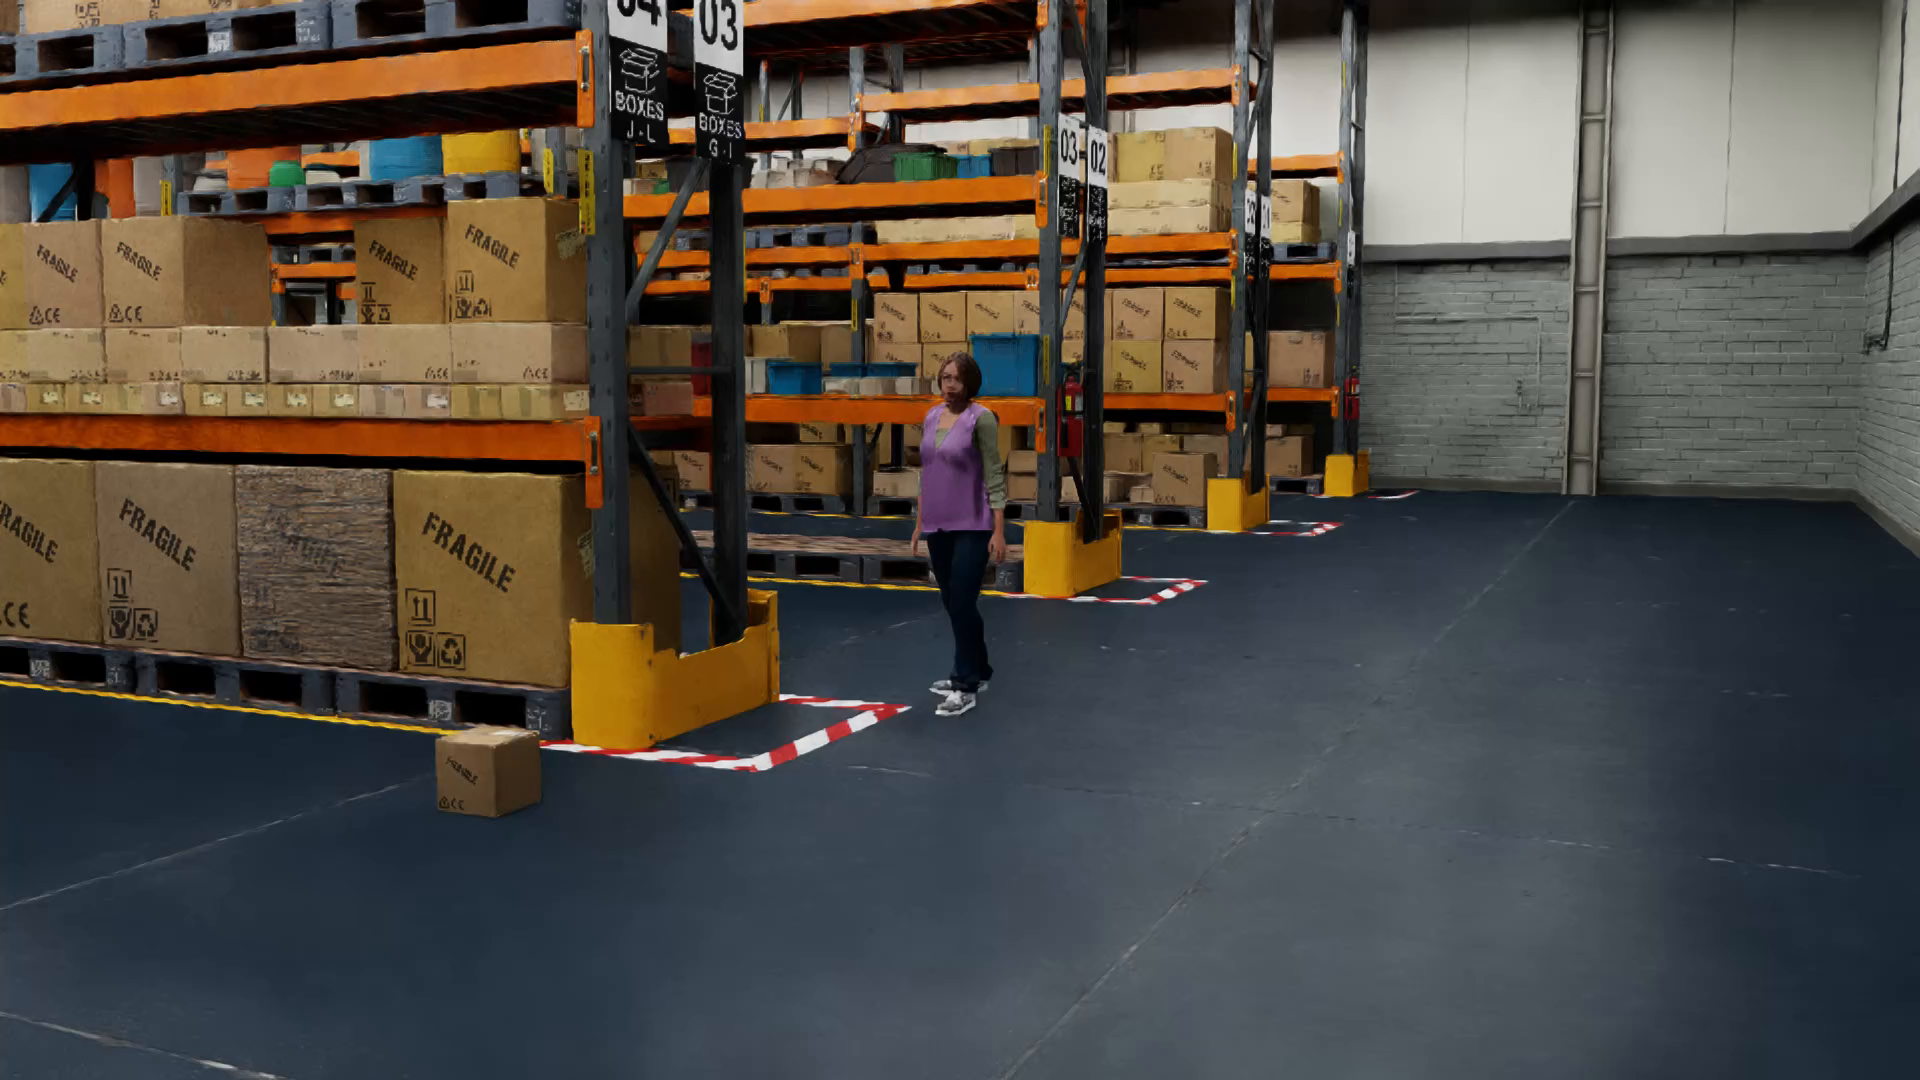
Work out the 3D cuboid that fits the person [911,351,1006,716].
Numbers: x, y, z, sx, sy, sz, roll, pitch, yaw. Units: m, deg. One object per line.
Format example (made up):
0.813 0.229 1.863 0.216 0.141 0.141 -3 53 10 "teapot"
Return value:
0.005 -0.038 7.400 0.523 1.597 0.490 5 8 42 "person"
